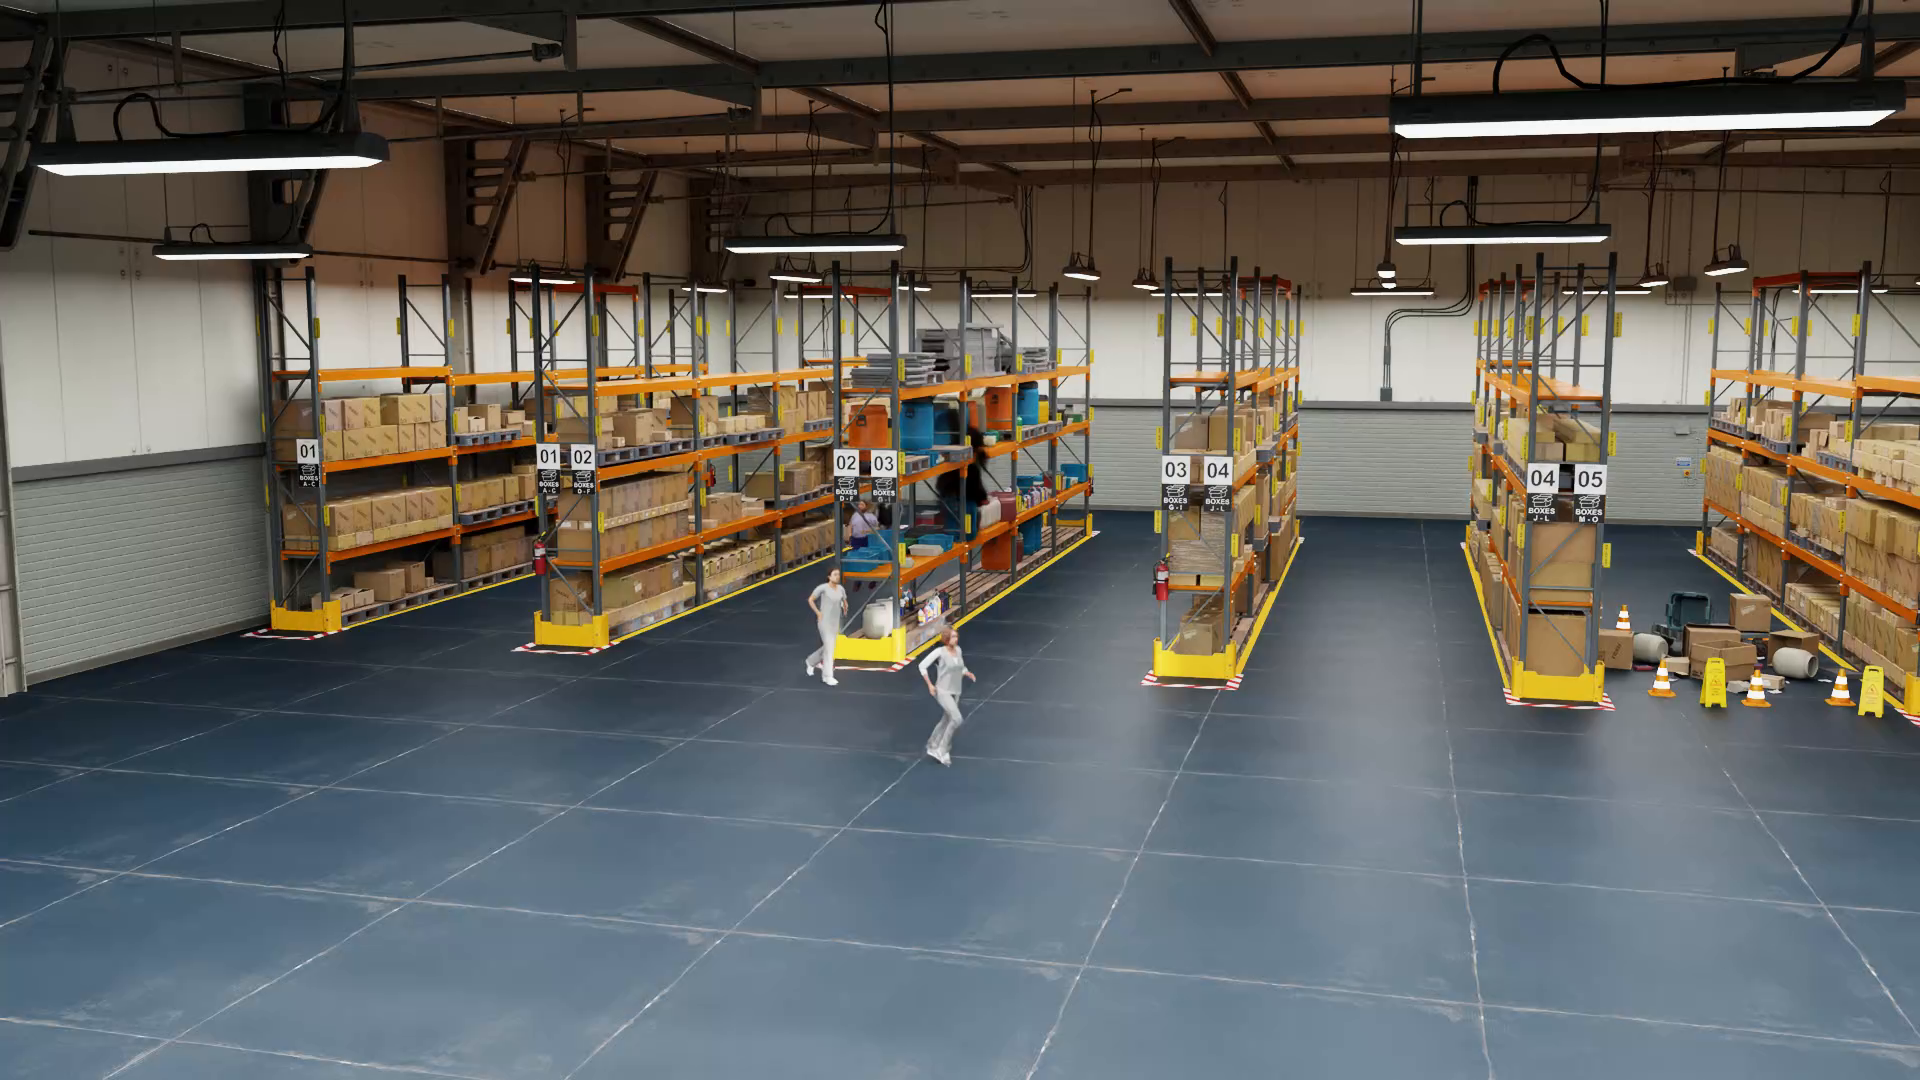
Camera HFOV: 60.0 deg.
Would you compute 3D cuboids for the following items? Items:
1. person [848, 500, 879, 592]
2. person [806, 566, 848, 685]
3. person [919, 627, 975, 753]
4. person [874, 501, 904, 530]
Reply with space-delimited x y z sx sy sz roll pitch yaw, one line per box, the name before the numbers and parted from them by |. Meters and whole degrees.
person | -1.775 0.101 30.121 0.619 1.663 0.772 2 7 13
person | -1.874 1.188 23.793 0.626 1.645 0.792 -7 10 -42
person | -0.128 1.728 19.171 0.676 1.468 0.529 6 9 38
person | -1.522 -0.320 35.400 0.671 1.689 0.567 1 7 6
